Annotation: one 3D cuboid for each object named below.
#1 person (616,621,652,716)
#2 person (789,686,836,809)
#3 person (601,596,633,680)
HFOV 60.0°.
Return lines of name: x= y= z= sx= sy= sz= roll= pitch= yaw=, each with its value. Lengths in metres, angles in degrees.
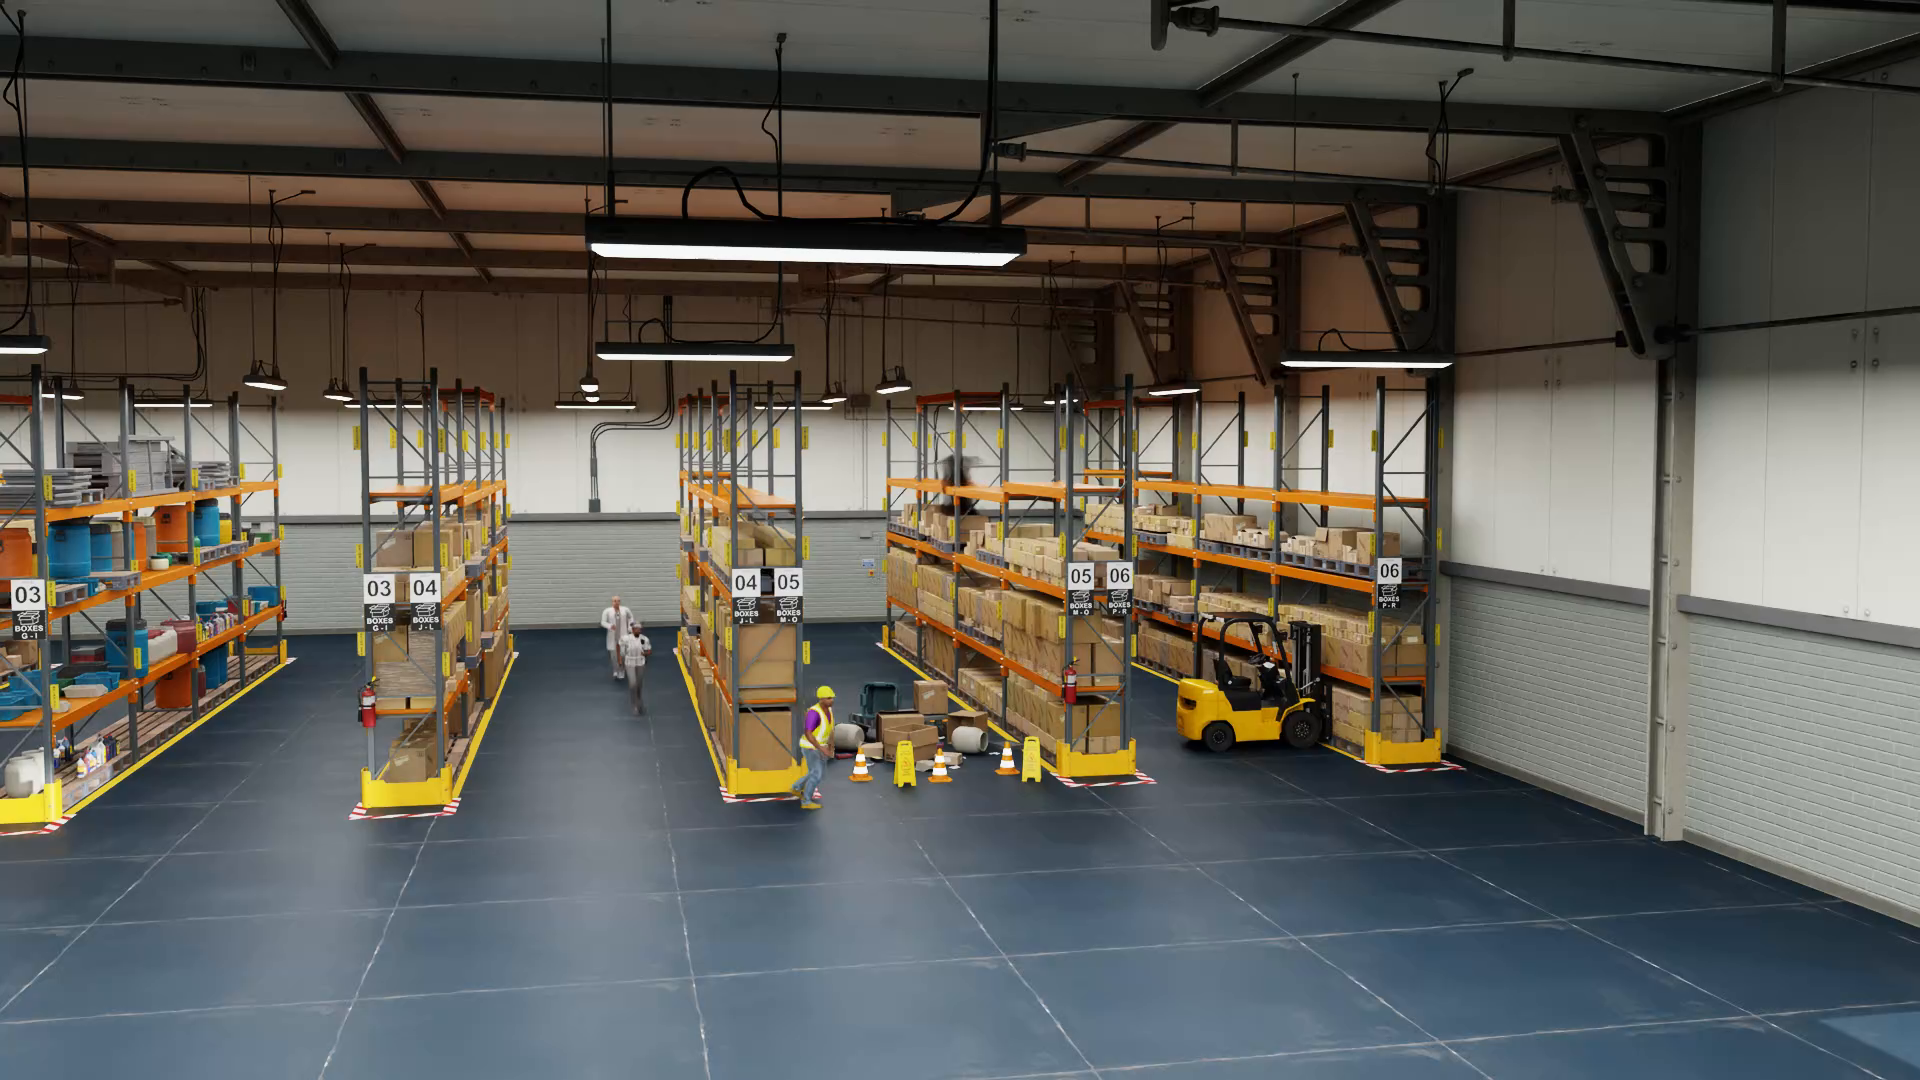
person: x=-6.007 y=2.337 z=30.661 sx=0.619 sy=1.744 sz=0.872 roll=-1 pitch=4 yaw=-21
person: x=-2.008 y=2.814 z=22.595 sx=0.769 sy=1.695 sz=0.688 roll=1 pitch=4 yaw=19
person: x=-7.171 y=2.051 z=34.798 sx=0.656 sy=1.780 sz=0.829 roll=-1 pitch=3 yaw=-10
